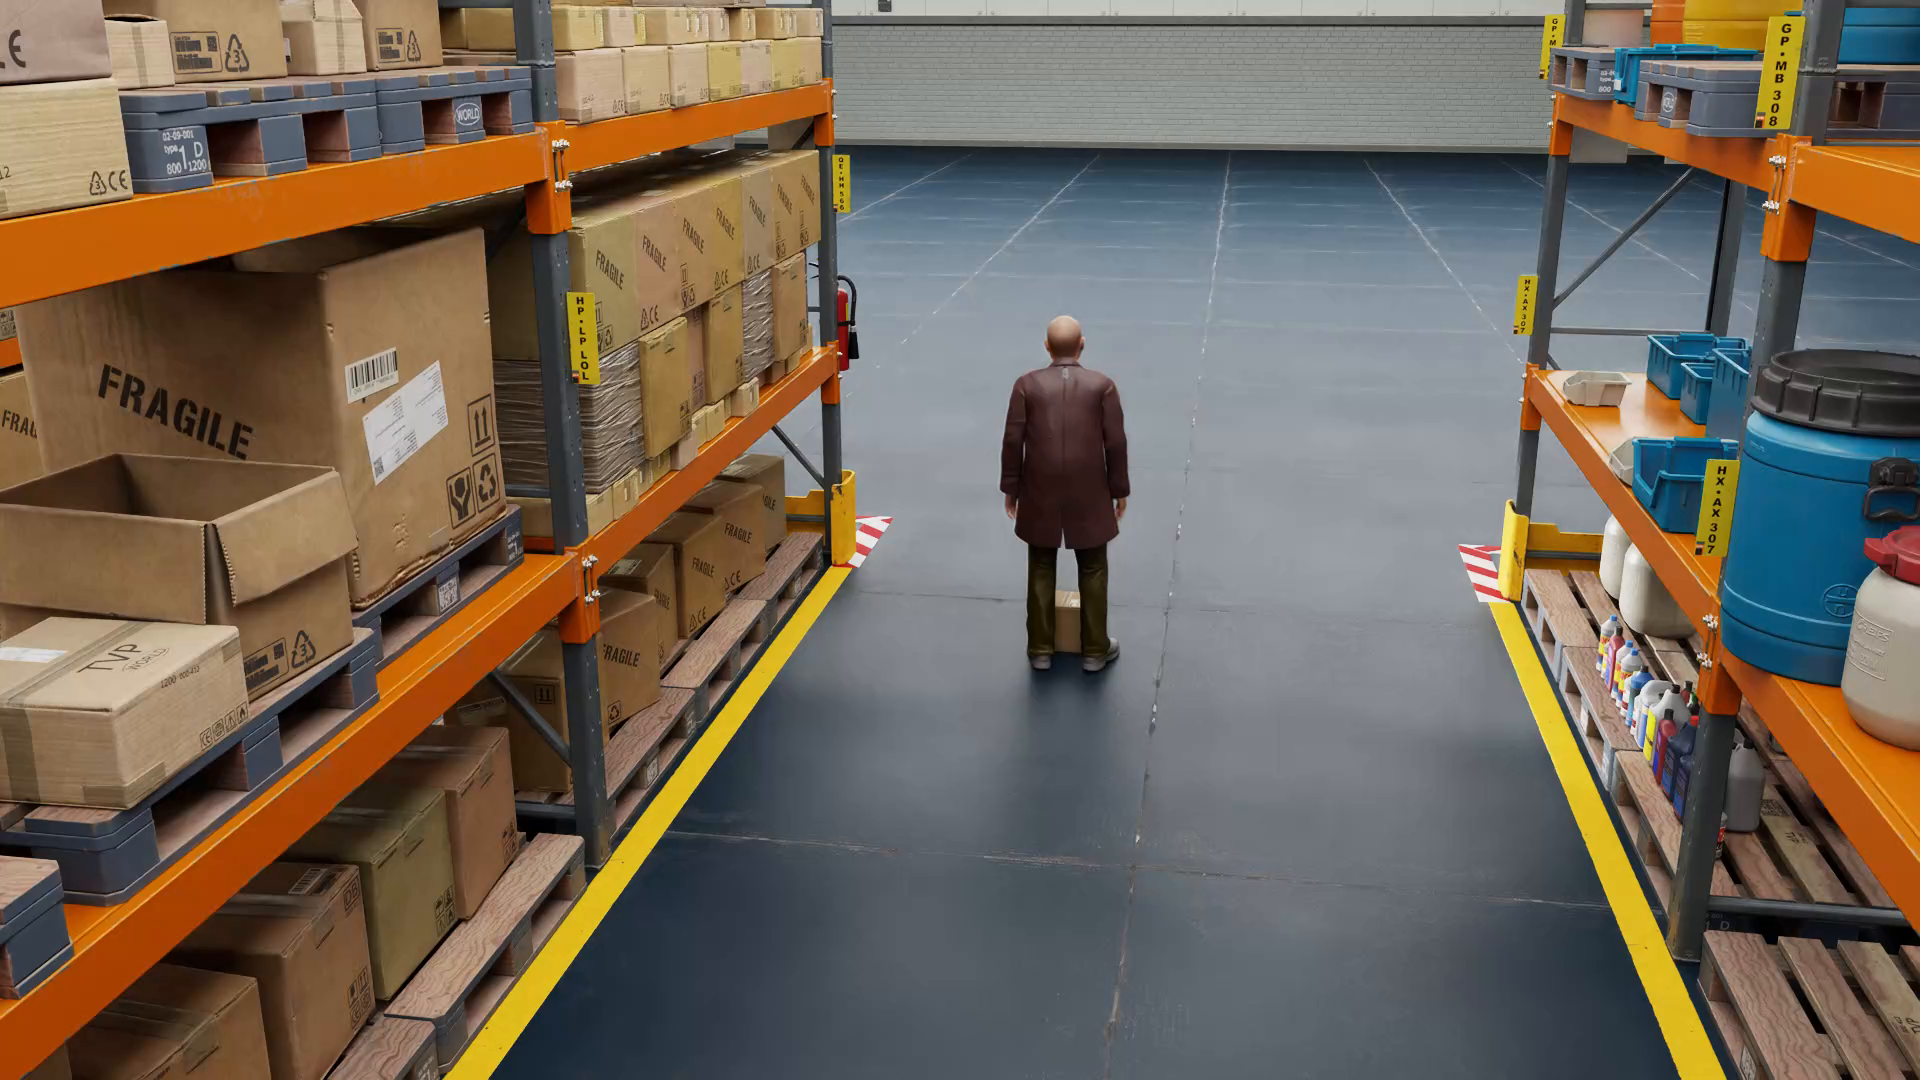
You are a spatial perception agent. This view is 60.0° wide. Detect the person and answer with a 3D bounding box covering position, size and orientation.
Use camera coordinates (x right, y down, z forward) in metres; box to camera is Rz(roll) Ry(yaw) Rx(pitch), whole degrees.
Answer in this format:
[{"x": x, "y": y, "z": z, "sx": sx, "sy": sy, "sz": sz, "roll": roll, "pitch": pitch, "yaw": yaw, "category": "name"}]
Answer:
[{"x": 0.523, "y": -0.209, "z": 8.291, "sx": 0.652, "sy": 1.740, "sz": 0.417, "roll": 2, "pitch": 18, "yaw": 8, "category": "person"}]
